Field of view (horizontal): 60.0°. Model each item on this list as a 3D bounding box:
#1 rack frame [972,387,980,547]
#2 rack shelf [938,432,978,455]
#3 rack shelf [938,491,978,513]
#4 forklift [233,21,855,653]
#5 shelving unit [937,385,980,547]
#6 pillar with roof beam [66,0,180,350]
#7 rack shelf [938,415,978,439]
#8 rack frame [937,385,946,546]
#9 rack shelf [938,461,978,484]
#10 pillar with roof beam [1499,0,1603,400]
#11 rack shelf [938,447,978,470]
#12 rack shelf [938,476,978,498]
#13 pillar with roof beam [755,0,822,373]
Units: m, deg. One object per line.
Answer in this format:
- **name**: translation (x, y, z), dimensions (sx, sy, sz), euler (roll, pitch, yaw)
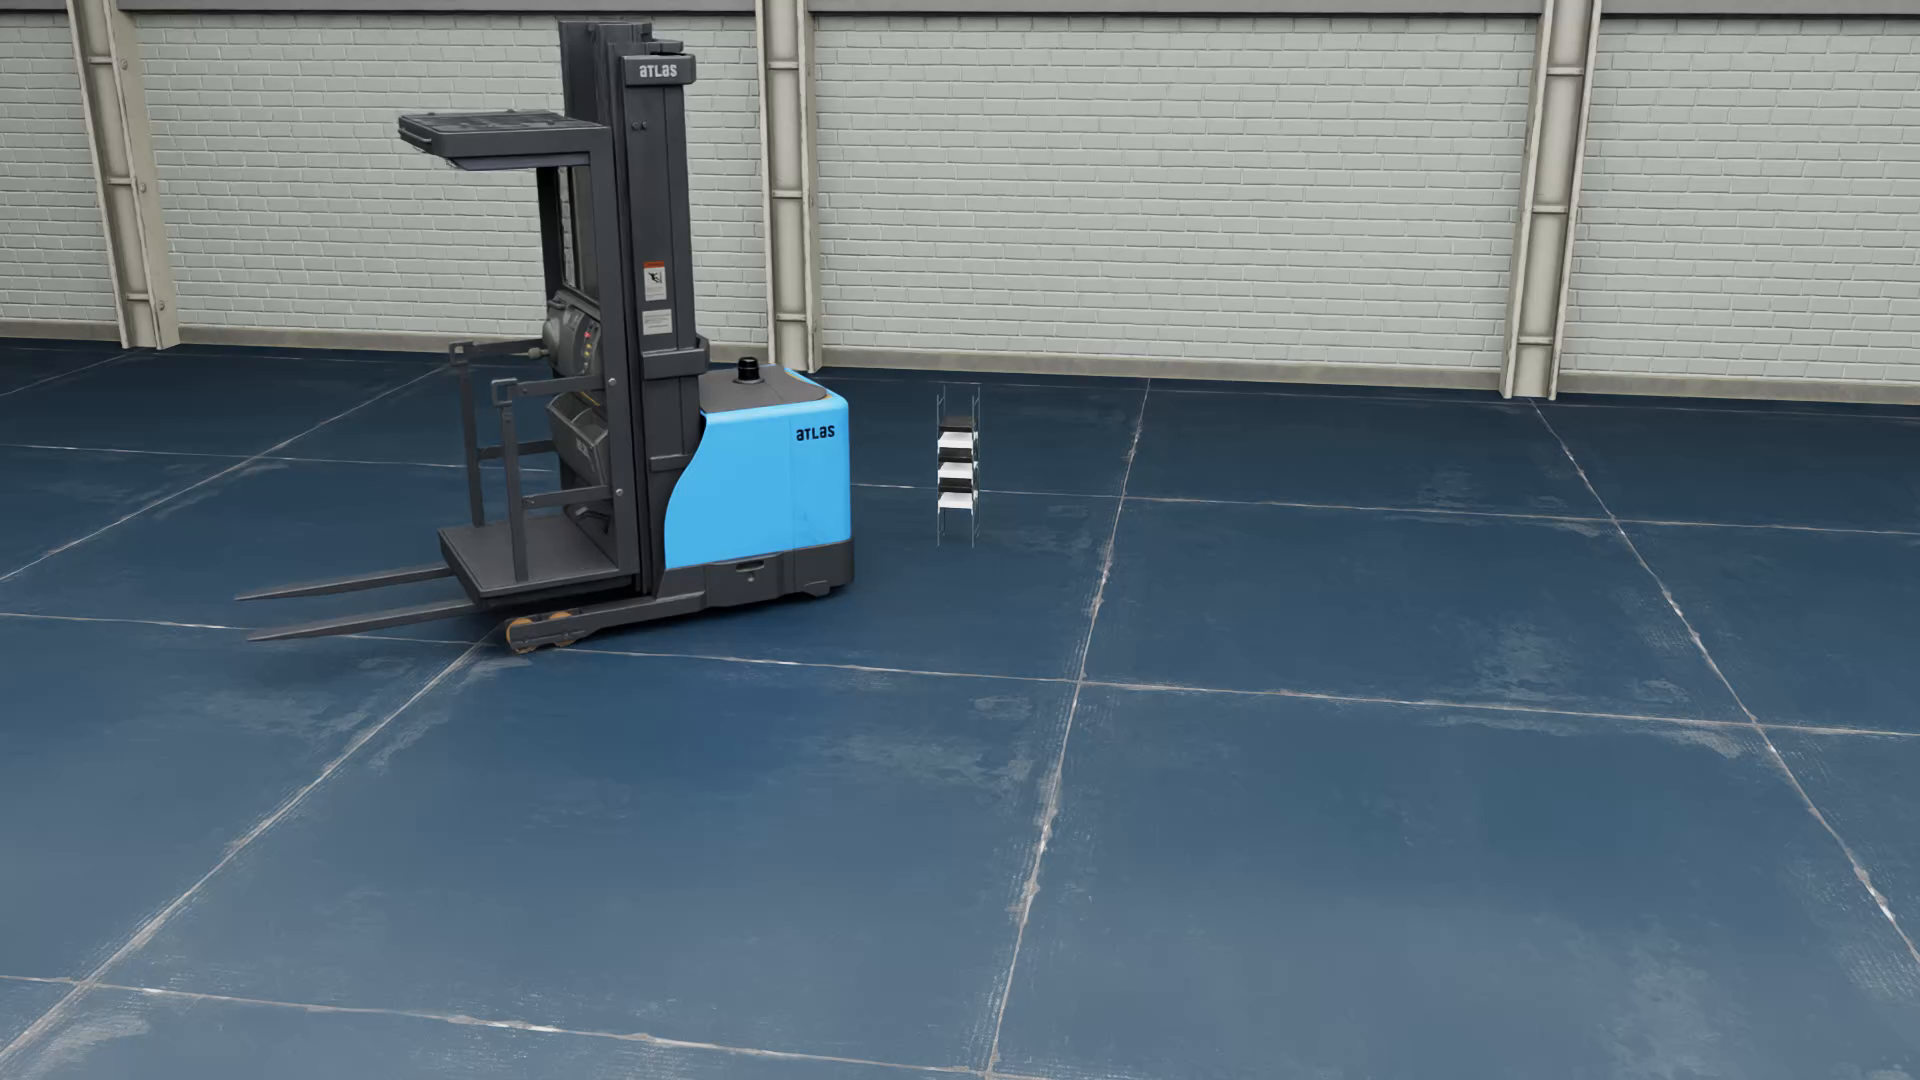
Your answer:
- **rack frame**: translation (0.092, -0.422, 9.646), dimensions (0.006, 0.900, 0.240), euler (3, 19, 9)
- **rack shelf**: translation (-0.008, -0.566, 9.615), dimensions (0.200, 0.077, 0.258), euler (3, 19, 9)
- **rack shelf**: translation (-0.008, -0.225, 9.729), dimensions (0.200, 0.077, 0.258), euler (3, 19, 9)
- **forklift**: translation (-2.117, -1.027, 8.255), dimensions (3.031, 2.935, 1.130), euler (-9, 21, -26)
- **shelving unit**: translation (-0.008, -0.427, 9.662), dimensions (0.210, 0.900, 0.258), euler (3, 19, 9)
- **pillar with roof beam**: translation (-8.006, -4.684, 9.620), dimensions (0.400, 9.000, 9.100), euler (3, 19, 9)
- **rack shelf**: translation (-0.008, -0.652, 9.586), dimensions (0.200, 0.077, 0.258), euler (3, 19, 9)
- **rack frame**: translation (-0.108, -0.432, 9.677), dimensions (0.006, 0.900, 0.240), euler (3, 19, 9)
- **rack shelf**: translation (-0.008, -0.396, 9.672), dimensions (0.200, 0.077, 0.258), euler (3, 19, 9)
- **pillar with roof beam**: translation (3.842, -4.080, 7.815), dimensions (0.400, 9.000, 9.100), euler (3, 19, 9)
- **rack shelf**: translation (-0.008, -0.481, 9.644), dimensions (0.200, 0.077, 0.258), euler (3, 19, 9)
- **rack shelf**: translation (-0.008, -0.310, 9.701), dimensions (0.200, 0.077, 0.258), euler (3, 19, 9)
- **pillar with roof beam**: translation (-2.082, -4.382, 8.717), dimensions (0.400, 9.000, 9.100), euler (3, 19, 9)
